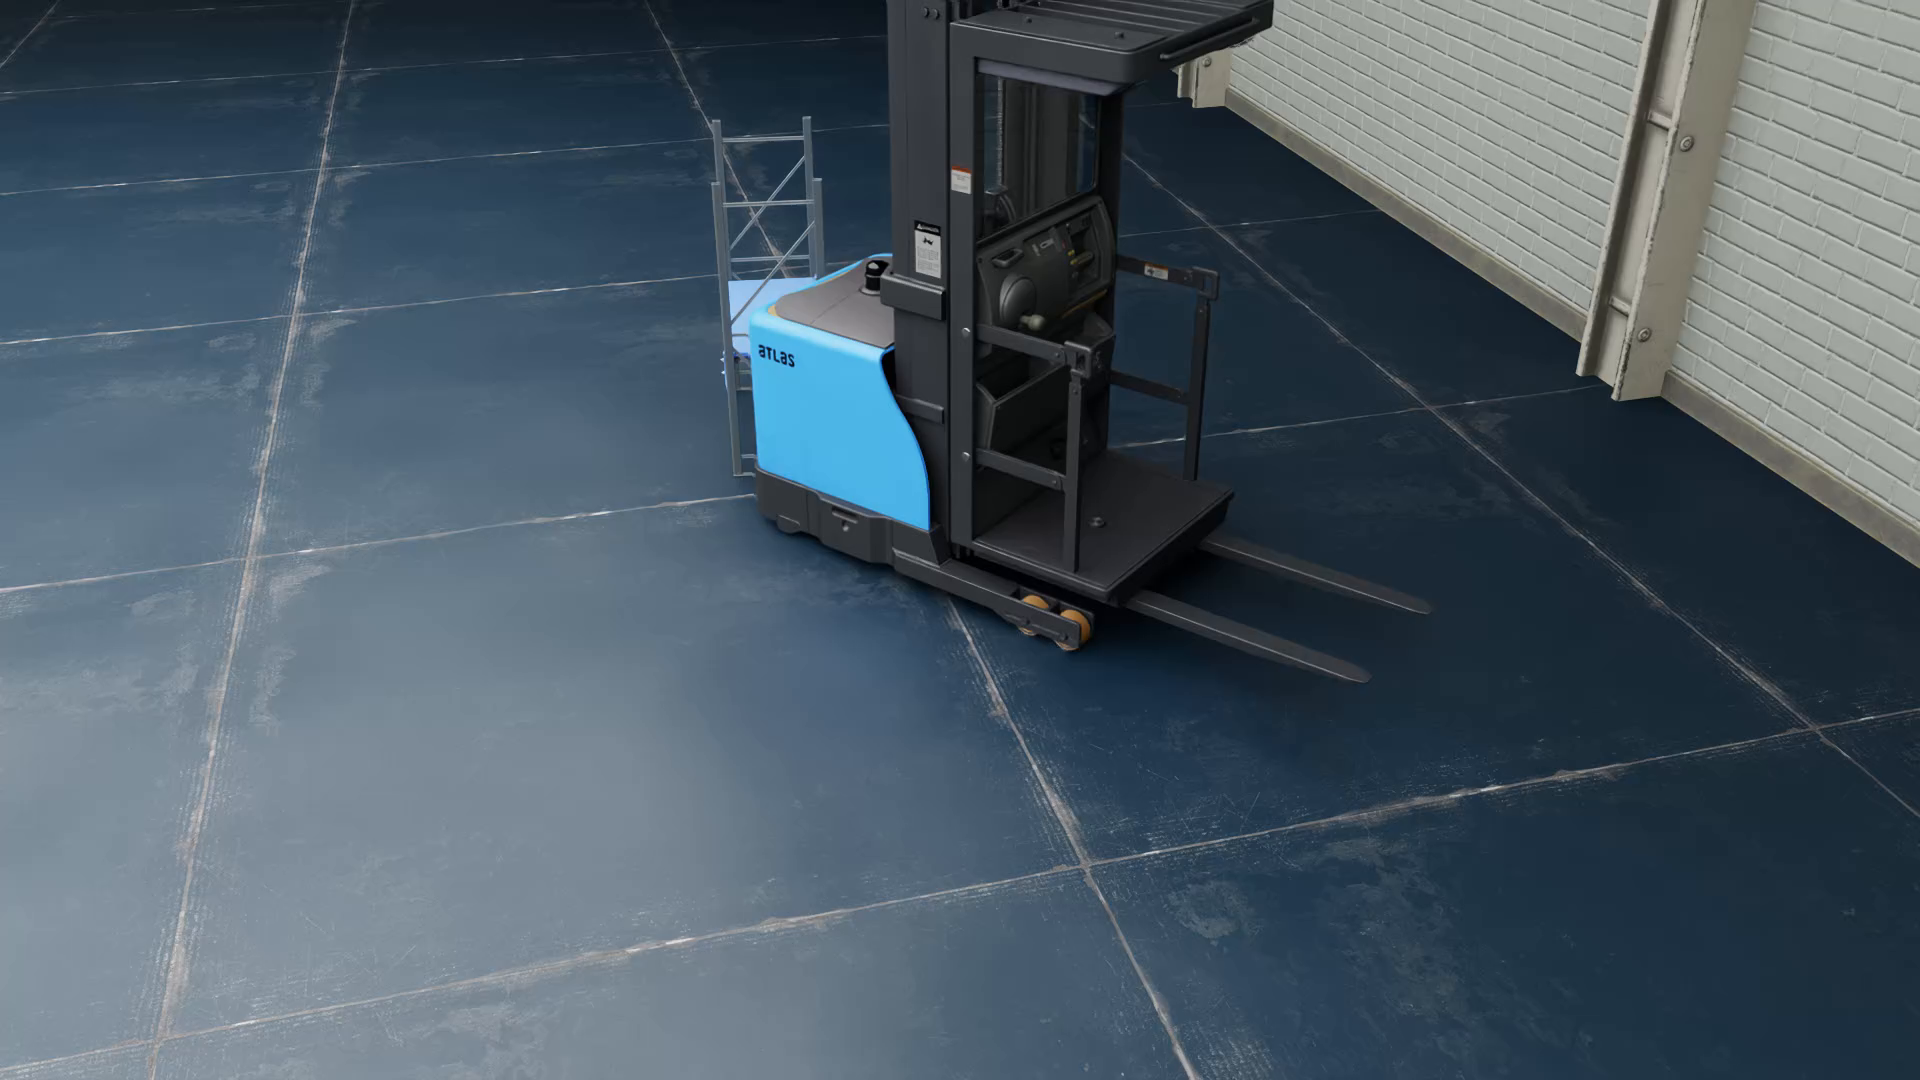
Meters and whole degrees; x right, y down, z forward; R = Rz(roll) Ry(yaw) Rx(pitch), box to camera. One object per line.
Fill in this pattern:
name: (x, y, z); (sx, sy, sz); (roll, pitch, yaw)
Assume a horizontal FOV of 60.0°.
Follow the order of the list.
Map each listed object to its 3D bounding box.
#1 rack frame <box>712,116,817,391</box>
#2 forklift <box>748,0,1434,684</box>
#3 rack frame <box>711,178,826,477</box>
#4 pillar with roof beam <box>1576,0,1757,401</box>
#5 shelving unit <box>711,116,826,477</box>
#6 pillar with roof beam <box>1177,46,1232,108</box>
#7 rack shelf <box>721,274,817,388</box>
rack frame: (-1.008, -1.491, 8.829); (0.500, 1.500, 0.032); (-4, 30, -6)
forklift: (0.531, -1.110, 6.742); (3.031, 2.935, 1.130); (20, 36, 31)
rack frame: (-0.881, -0.986, 7.956); (0.500, 1.500, 0.032); (-4, 30, -6)
pillar with roof beam: (-0.479, -4.193, 6.011); (9.100, 9.000, 0.400); (-8, 31, -13)
shelving unit: (-0.944, -1.238, 8.392); (0.538, 1.500, 1.048); (-4, 30, -6)
pillar with roof beam: (-2.071, -7.091, 11.018); (9.100, 9.000, 0.400); (-8, 31, -13)
rack shelf: (-0.944, -1.083, 8.482); (0.538, 0.185, 1.000); (-4, 30, -6)
